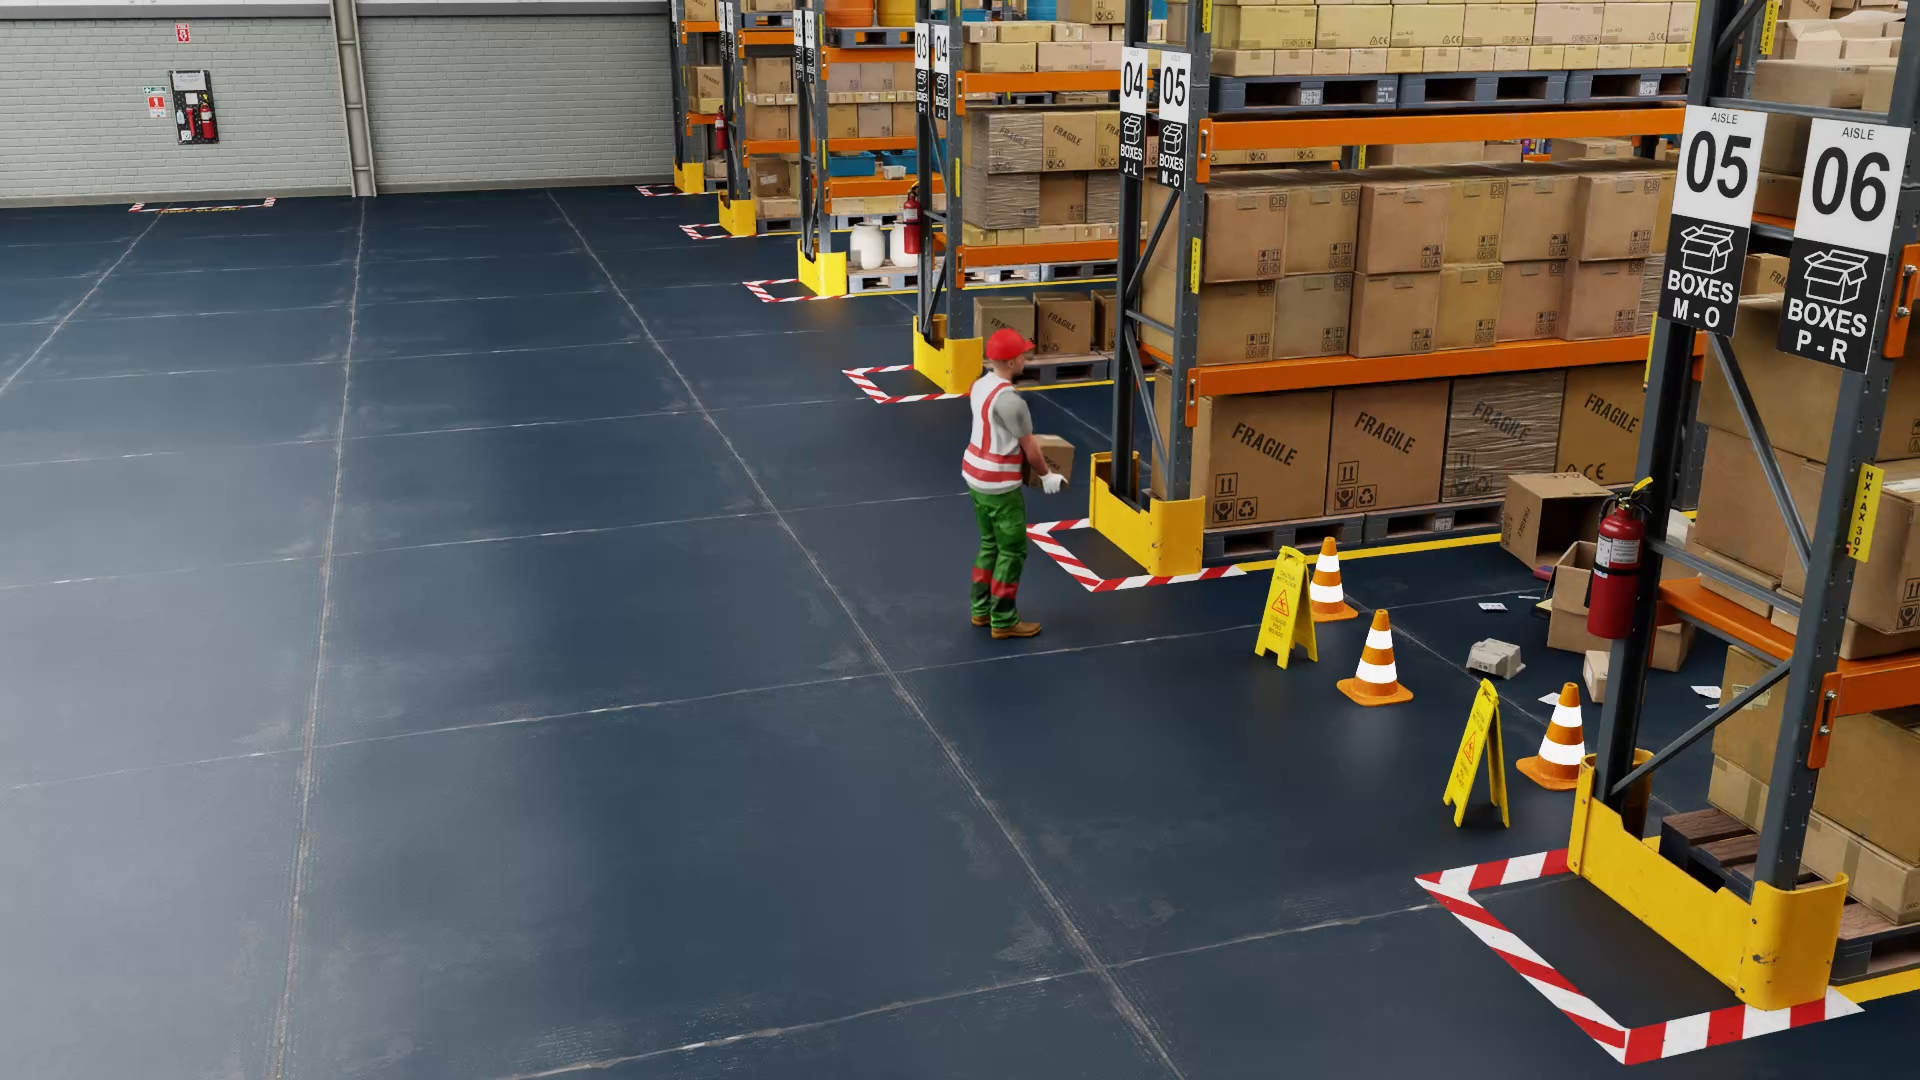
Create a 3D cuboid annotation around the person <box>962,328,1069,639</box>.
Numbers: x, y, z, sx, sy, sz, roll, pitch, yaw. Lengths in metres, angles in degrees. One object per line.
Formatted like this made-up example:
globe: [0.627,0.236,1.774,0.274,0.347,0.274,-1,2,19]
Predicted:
person: [0.300,-0.330,9.495,0.564,1.781,0.495,-7,20,-18]
